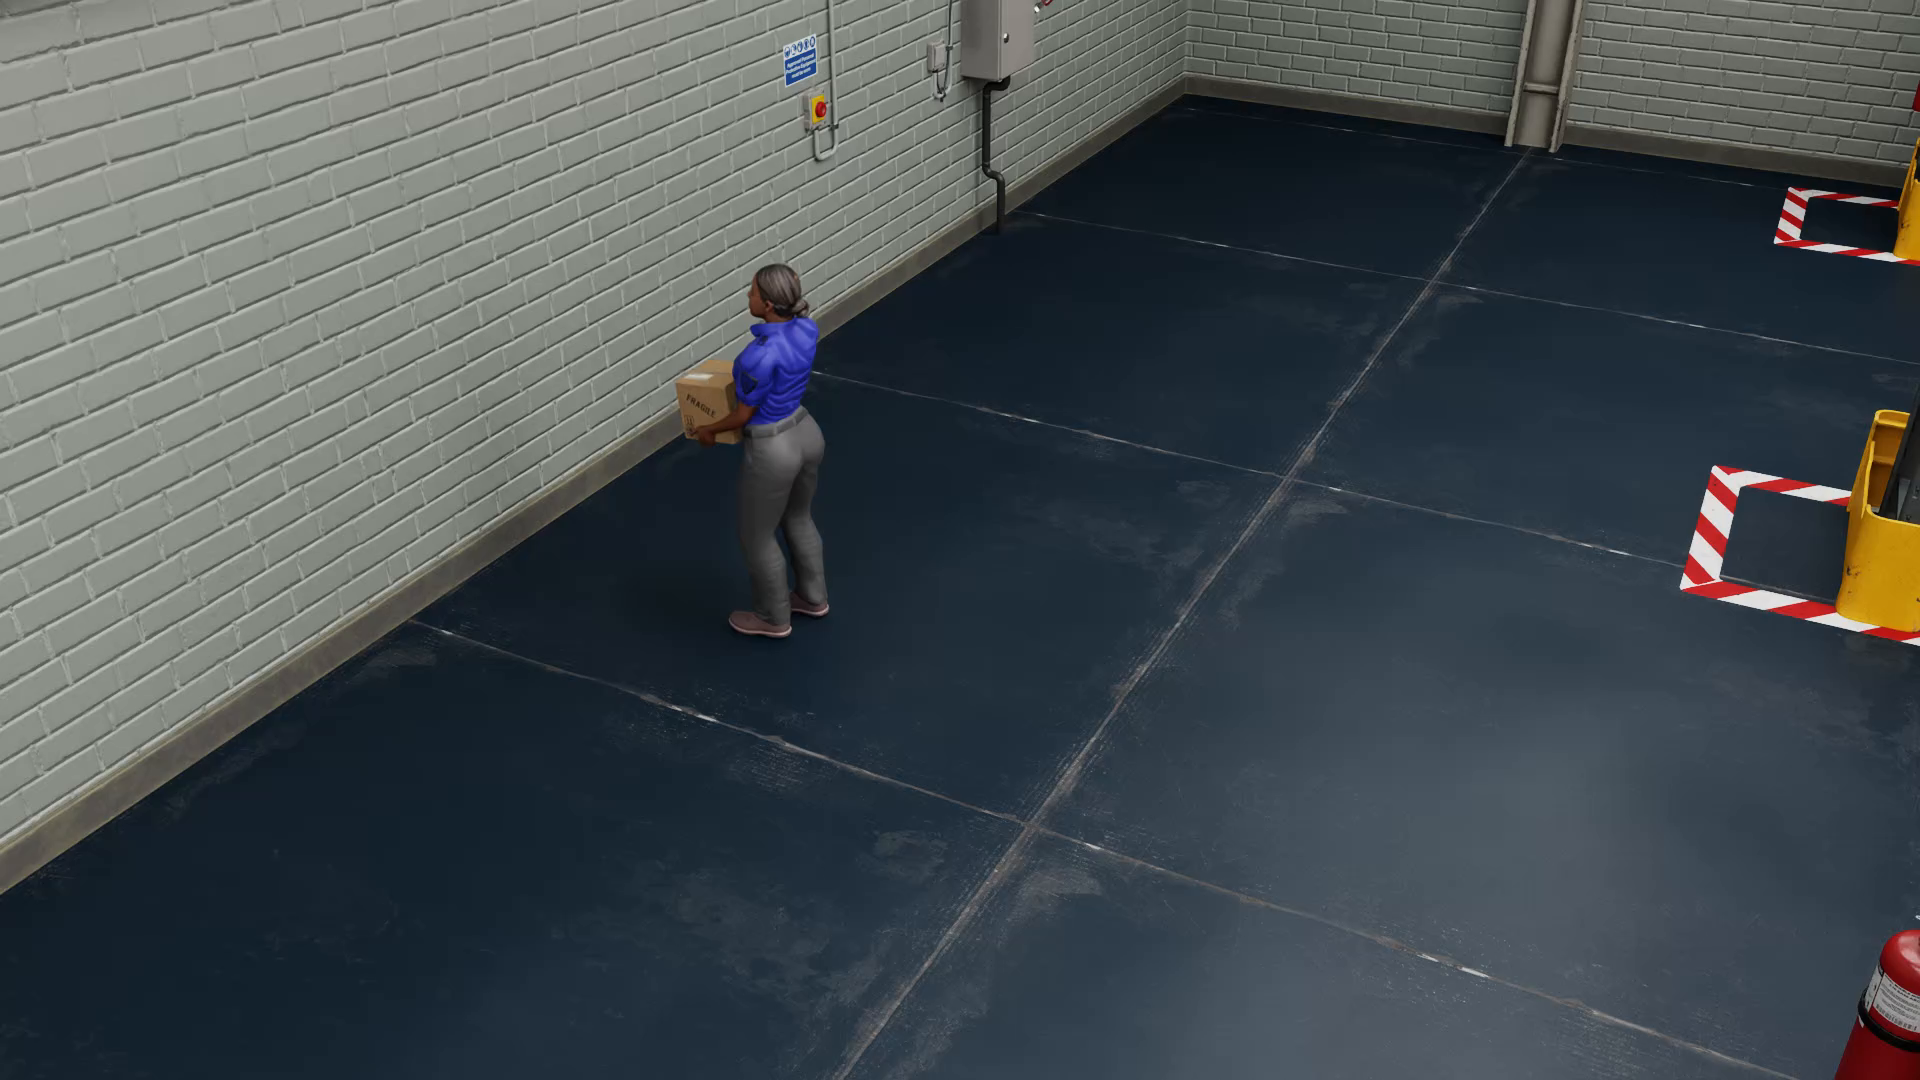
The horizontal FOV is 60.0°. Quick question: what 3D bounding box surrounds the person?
[{"bbox_3d":[-0.805,-0.370,6.781,0.512,1.650,0.451,15,33,24],"label":"person"}]
